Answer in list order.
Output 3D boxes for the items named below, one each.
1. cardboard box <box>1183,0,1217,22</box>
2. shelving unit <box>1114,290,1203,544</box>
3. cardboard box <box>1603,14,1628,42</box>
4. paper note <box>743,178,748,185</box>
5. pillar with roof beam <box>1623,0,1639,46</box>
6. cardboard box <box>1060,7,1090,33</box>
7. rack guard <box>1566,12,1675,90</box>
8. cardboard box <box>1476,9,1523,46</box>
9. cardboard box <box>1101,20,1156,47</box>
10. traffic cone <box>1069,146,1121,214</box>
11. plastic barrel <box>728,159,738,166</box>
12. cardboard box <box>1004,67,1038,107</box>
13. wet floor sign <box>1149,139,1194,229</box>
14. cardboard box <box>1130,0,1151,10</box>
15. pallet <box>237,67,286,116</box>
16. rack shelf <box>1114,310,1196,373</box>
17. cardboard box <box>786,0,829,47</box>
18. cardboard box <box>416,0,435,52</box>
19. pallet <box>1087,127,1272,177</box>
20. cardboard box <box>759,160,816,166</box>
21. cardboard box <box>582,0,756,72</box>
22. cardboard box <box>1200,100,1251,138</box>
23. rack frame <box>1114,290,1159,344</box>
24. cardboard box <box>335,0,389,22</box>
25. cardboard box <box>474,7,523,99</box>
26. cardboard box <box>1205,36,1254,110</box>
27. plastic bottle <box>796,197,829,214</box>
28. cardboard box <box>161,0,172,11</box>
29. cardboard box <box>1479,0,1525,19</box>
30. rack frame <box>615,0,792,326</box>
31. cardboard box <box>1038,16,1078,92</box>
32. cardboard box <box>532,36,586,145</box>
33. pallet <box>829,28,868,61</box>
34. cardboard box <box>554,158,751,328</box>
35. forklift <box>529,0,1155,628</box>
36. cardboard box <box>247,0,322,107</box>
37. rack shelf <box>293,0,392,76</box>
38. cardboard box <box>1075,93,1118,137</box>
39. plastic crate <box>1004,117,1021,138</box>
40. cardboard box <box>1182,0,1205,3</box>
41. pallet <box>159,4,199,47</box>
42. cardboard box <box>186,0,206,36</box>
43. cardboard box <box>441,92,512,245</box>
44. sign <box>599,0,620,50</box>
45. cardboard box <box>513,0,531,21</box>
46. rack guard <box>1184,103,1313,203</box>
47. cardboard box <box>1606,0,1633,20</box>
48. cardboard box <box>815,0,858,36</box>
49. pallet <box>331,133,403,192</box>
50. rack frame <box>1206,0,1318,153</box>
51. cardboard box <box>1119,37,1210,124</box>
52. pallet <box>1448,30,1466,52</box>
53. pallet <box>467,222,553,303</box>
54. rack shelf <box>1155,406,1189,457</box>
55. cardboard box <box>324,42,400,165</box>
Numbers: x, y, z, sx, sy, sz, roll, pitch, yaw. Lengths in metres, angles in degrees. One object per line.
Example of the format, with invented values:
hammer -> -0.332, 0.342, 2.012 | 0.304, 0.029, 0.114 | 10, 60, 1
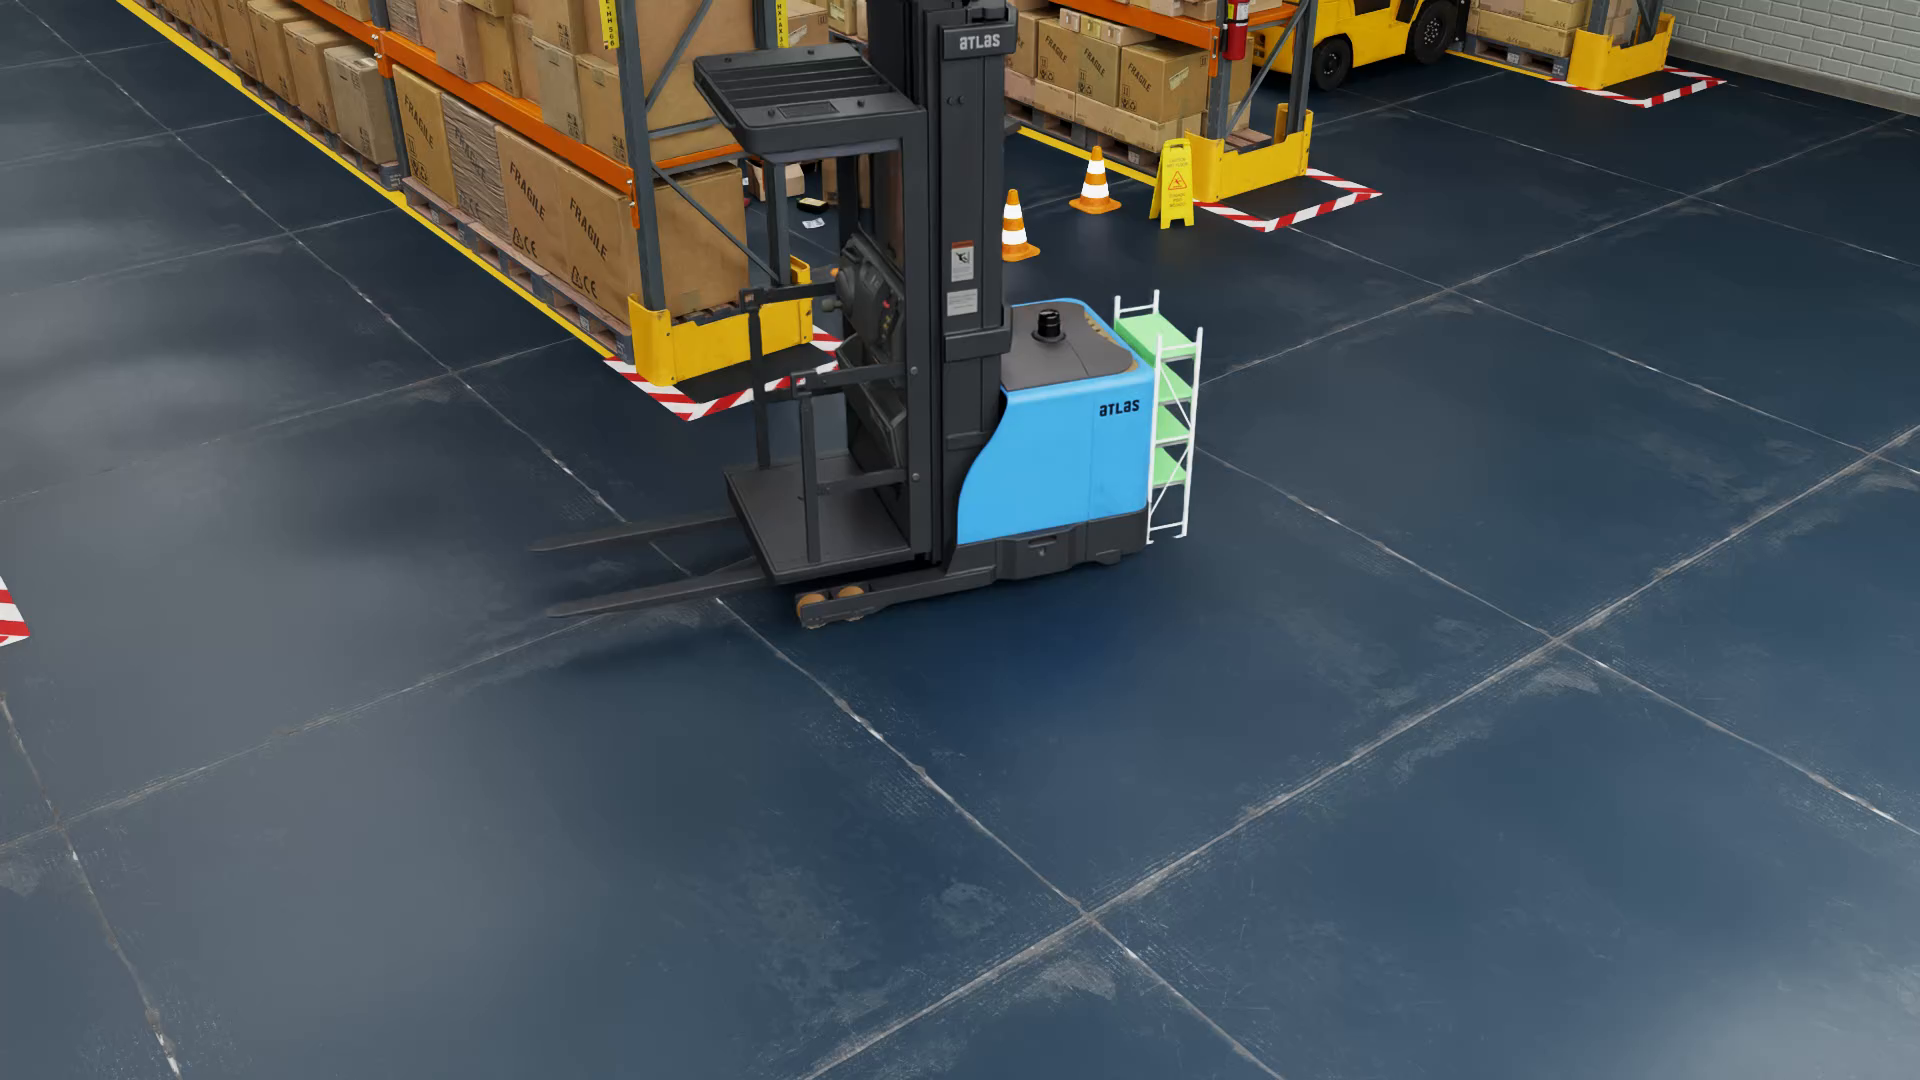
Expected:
cardboard box -> 1.937, -4.100, 12.747 | 0.380, 0.149, 0.250 | -21, 37, -30
shelving unit -> 0.993, -0.631, 8.628 | 0.258, 1.200, 0.503 | -11, 34, -17
cardboard box -> 6.107, -5.006, 16.175 | 0.500, 0.250, 0.500 | -22, 38, -31
paper note -> -1.688, -2.905, 13.406 | 0.172, 0.023, 0.155 | -10, 33, -15
pillar with roof beam -> 3.138, -7.465, 12.241 | 9.100, 9.000, 0.400 | -22, 38, -31
cardboard box -> 1.048, -4.322, 13.748 | 0.380, 0.149, 0.250 | -21, 37, -29
rack guard -> 6.268, -4.656, 15.773 | 1.175, 0.500, 0.348 | -22, 38, -31
cardboard box -> 5.418, -5.042, 16.233 | 0.500, 0.250, 0.500 | -22, 38, -31
cardboard box -> 1.360, -4.106, 13.400 | 0.380, 0.149, 0.250 | -21, 38, -30
traffic cone -> 1.052, -2.804, 12.827 | 0.336, 0.463, 0.334 | -22, 38, -31
plastic barrel -> -2.059, -3.073, 13.296 | 0.512, 0.421, 0.421 | 1, 32, 2
cardboard box -> 0.694, -4.025, 14.596 | 0.500, 0.250, 0.500 | -23, 38, -32
wet floor sign -> 1.606, -2.695, 12.477 | 0.267, 0.644, 0.232 | -10, 33, -15
cardboard box -> 1.553, -4.284, 13.042 | 0.380, 0.149, 0.250 | -23, 39, -32
pallet -> -5.995, -4.273, 15.430 | 1.003, 0.211, 1.213 | -22, 38, -31
rack shelf -> 0.991, -0.984, 8.408 | 0.258, 0.148, 0.480 | -11, 34, -17
cardboard box -> -1.506, -4.459, 14.737 | 0.500, 0.500, 0.500 | -22, 38, -31
cardboard box -> -3.375, -3.836, 11.941 | 0.875, 0.550, 0.550 | -22, 38, -31
pallet -> 1.818, -3.317, 13.891 | 1.003, 0.211, 1.213 | -22, 38, -31
cardboard box -> -1.322, -3.417, 13.647 | 0.797, 0.637, 0.503 | -22, 38, -31
cardboard box -> -1.710, -3.166, 9.839 | 0.875, 0.550, 0.550 | -22, 38, -31
cardboard box -> 2.059, -3.556, 13.841 | 0.500, 0.250, 0.500 | -23, 38, -32
rack frame -> 0.909, -0.752, 8.822 | 0.240, 1.200, 0.015 | -11, 34, -17
cardboard box -> -4.497, -4.317, 12.763 | 0.500, 0.500, 0.500 | -23, 38, -32
cardboard box -> -2.733, -3.384, 11.213 | 0.875, 0.550, 0.500 | -22, 38, -31
cardboard box -> 2.044, -3.885, 13.659 | 0.500, 0.500, 0.500 | -24, 39, -33
plastic bottle -> -1.167, -2.595, 12.870 | 0.283, 0.061, 0.133 | 18, 36, 27
cardboard box -> -7.971, -5.767, 17.163 | 0.500, 0.500, 0.500 | -22, 38, -31
cardboard box -> 5.409, -5.265, 16.118 | 0.500, 0.250, 0.500 | -23, 38, -32
rack frame -> -1.513, -2.477, 9.895 | 1.000, 3.000, 0.127 | -22, 38, -31
cardboard box -> 1.011, -4.128, 14.050 | 0.500, 0.500, 0.500 | -23, 39, -32
cardboard box -> -2.131, -2.903, 10.438 | 0.875, 0.550, 0.550 | -22, 38, -31
pallet -> -0.597, -4.927, 16.482 | 1.003, 0.211, 1.213 | -22, 38, -31
cardboard box -> -1.981, -2.014, 10.765 | 0.875, 0.875, 0.875 | -22, 38, -31
forklift -> -0.609, -1.131, 7.793 | 3.031, 2.935, 1.130 | -11, 33, -17
cardboard box -> -5.578, -4.387, 14.705 | 1.050, 0.750, 0.750 | -22, 38, -31
rack shelf -> -5.193, -4.672, 14.111 | 1.077, 0.370, 4.000 | -22, 38, -31
cardboard box -> 1.315, -3.599, 13.910 | 0.500, 0.250, 0.500 | -22, 38, -31
plastic crate -> 0.197, -3.627, 14.515 | 0.583, 0.080, 0.402 | 18, 36, 27
cardboard box -> 1.784, -4.426, 12.657 | 0.500, 0.500, 0.500 | -23, 39, -32
pallet -> -7.641, -5.460, 17.342 | 1.003, 0.211, 1.213 | -22, 38, -31
cardboard box -> -7.344, -5.335, 16.467 | 0.500, 0.500, 0.500 | -21, 37, -30
cardboard box -> -3.080, -2.760, 11.967 | 0.875, 0.875, 0.875 | -22, 38, -31
sign -> -1.950, -2.899, 9.253 | 0.100, 0.325, 0.005 | -22, 38, -31
cardboard box -> -2.356, -3.643, 10.607 | 0.875, 0.550, 0.550 | -22, 38, -31
rack guard -> 2.288, -3.090, 13.251 | 1.175, 0.500, 0.348 | -22, 38, -31
cardboard box -> 6.129, -5.214, 16.036 | 0.500, 0.250, 0.500 | -21, 38, -31
cardboard box -> -0.885, -5.366, 16.639 | 0.950, 0.372, 0.625 | -20, 37, -29
pallet -> -4.499, -3.256, 13.793 | 1.003, 0.211, 1.213 | -22, 38, -31
rack frame -> 2.335, -4.120, 12.541 | 1.000, 3.000, 0.127 | -22, 38, -31
cardboard box -> 1.638, -3.699, 13.360 | 0.500, 0.500, 0.500 | -22, 38, -31
pallet -> 5.008, -5.357, 17.174 | 1.003, 0.211, 1.213 | -22, 38, -31
pallet -> -2.809, -2.108, 11.944 | 1.003, 0.211, 1.213 | -22, 38, -31
rack shelf -> 0.993, -0.577, 8.661 | 0.258, 0.148, 0.480 | -11, 34, -17
cardboard box -> -4.418, -3.596, 13.431 | 1.050, 0.750, 0.750 | -22, 38, -32
